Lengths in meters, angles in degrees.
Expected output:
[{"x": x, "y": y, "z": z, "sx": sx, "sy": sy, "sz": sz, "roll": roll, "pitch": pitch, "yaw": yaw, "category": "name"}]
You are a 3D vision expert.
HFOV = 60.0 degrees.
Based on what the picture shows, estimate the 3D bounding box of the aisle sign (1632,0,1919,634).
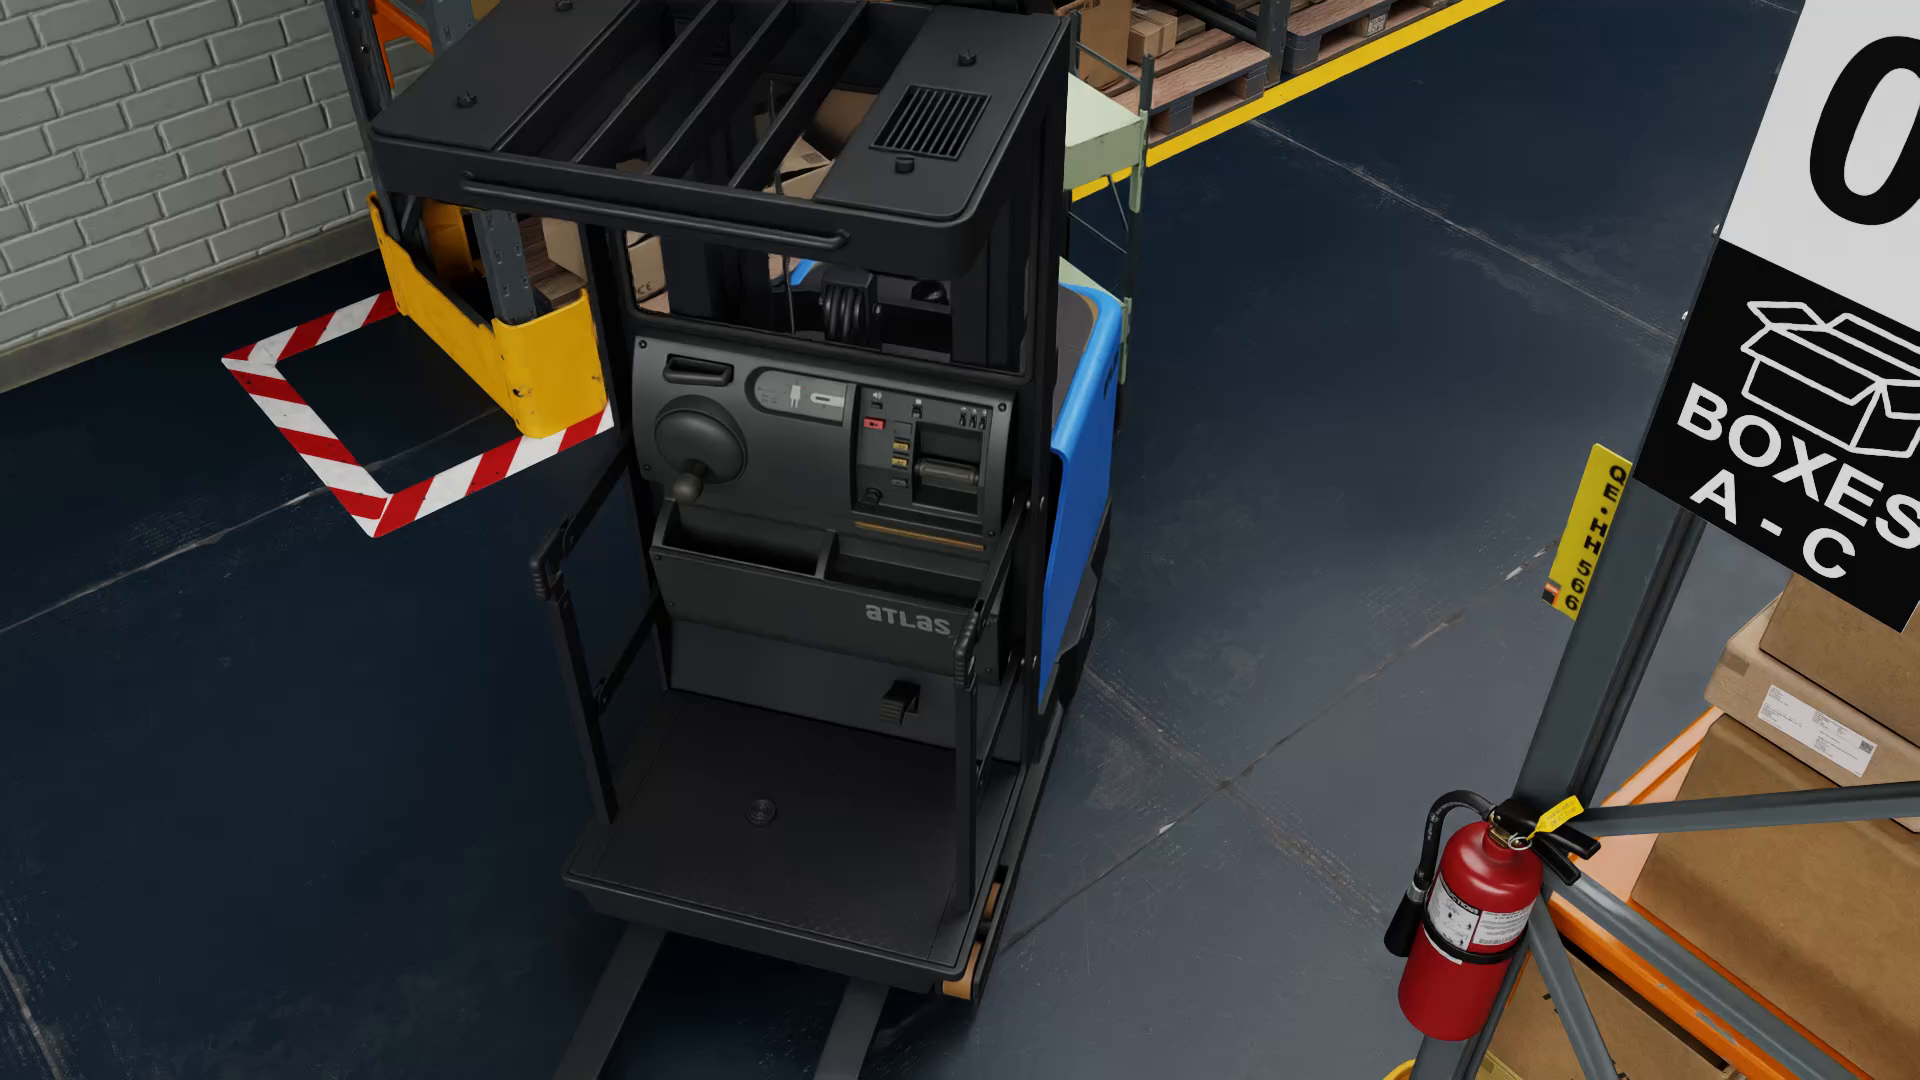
[{"x": 1.068, "y": -0.272, "z": 1.950, "sx": 0.004, "sy": 0.787, "sz": 0.394, "roll": -30, "pitch": 51, "yaw": -28, "category": "aisle sign"}]

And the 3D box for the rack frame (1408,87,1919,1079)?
[{"x": 1.307, "y": 0.801, "z": 2.706, "sx": 0.127, "sy": 3.000, "sz": 1.000, "roll": -30, "pitch": 51, "yaw": -28, "category": "rack frame"}]

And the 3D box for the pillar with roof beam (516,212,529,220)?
[{"x": 0.870, "y": -2.487, "z": 1.825, "sx": 0.400, "sy": 9.000, "sz": 9.100, "roll": -30, "pitch": 51, "yaw": -28, "category": "pillar with roof beam"}]

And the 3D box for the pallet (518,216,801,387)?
[{"x": -1.170, "y": -1.154, "z": 6.825, "sx": 1.213, "sy": 0.211, "sz": 1.003, "roll": -30, "pitch": 51, "yaw": -28, "category": "pallet"}]

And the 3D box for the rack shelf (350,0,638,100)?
[{"x": -0.340, "y": -2.415, "z": 6.656, "sx": 4.000, "sy": 0.370, "sz": 1.077, "roll": -30, "pitch": 51, "yaw": -28, "category": "rack shelf"}]

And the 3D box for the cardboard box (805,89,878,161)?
[{"x": -0.254, "y": -1.851, "z": 7.034, "sx": 0.500, "sy": 0.500, "sz": 0.700, "roll": -33, "pitch": 52, "yaw": -30, "category": "cardboard box"}]

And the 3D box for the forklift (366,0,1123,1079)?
[{"x": -0.391, "y": -0.150, "z": 3.769, "sx": 1.130, "sy": 2.935, "sz": 3.031, "roll": 11, "pitch": 44, "yaw": 11, "category": "forklift"}]

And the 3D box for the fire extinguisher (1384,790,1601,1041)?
[{"x": 0.918, "y": 0.637, "z": 2.937, "sx": 0.183, "sy": 0.674, "sz": 0.296, "roll": -30, "pitch": 51, "yaw": -28, "category": "fire extinguisher"}]

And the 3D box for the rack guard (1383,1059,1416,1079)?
[{"x": 1.289, "y": 1.722, "z": 3.551, "sx": 0.348, "sy": 0.500, "sz": 1.175, "roll": -30, "pitch": 51, "yaw": -28, "category": "rack guard"}]

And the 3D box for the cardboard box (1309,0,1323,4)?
[{"x": 1.748, "y": -3.137, "z": 8.404, "sx": 0.500, "sy": 0.500, "sz": 0.700, "roll": -28, "pitch": 50, "yaw": -27, "category": "cardboard box"}]

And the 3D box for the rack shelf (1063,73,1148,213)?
[{"x": 0.182, "y": -1.195, "z": 5.357, "sx": 0.720, "sy": 0.370, "sz": 0.431, "roll": -26, "pitch": 49, "yaw": -25, "category": "rack shelf"}]

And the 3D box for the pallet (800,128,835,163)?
[{"x": -0.235, "y": -1.687, "z": 7.392, "sx": 1.213, "sy": 0.211, "sz": 1.003, "roll": -30, "pitch": 51, "yaw": -28, "category": "pallet"}]

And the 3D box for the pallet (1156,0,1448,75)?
[{"x": 1.790, "y": -2.882, "z": 8.665, "sx": 1.213, "sy": 0.211, "sz": 1.003, "roll": -30, "pitch": 51, "yaw": -28, "category": "pallet"}]

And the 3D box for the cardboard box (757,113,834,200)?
[{"x": -0.848, "y": -1.486, "z": 6.784, "sx": 0.500, "sy": 0.311, "sz": 0.500, "roll": -26, "pitch": 49, "yaw": -25, "category": "cardboard box"}]

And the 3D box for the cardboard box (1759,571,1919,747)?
[{"x": 1.714, "y": 0.070, "z": 2.464, "sx": 0.500, "sy": 0.500, "sz": 0.700, "roll": -30, "pitch": 51, "yaw": -28, "category": "cardboard box"}]

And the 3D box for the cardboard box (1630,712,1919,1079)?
[{"x": 1.673, "y": 0.566, "z": 2.883, "sx": 0.500, "sy": 0.500, "sz": 0.700, "roll": -30, "pitch": 51, "yaw": -28, "category": "cardboard box"}]

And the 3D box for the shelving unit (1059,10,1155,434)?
[{"x": 0.182, "y": -0.911, "z": 5.624, "sx": 0.755, "sy": 1.500, "sz": 0.431, "roll": -26, "pitch": 49, "yaw": -25, "category": "shelving unit"}]

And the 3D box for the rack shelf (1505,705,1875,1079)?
[{"x": 2.841, "y": 0.184, "z": 3.888, "sx": 4.000, "sy": 0.370, "sz": 1.077, "roll": -30, "pitch": 51, "yaw": -28, "category": "rack shelf"}]

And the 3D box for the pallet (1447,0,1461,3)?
[{"x": 2.727, "y": -3.421, "z": 9.238, "sx": 1.213, "sy": 0.211, "sz": 1.003, "roll": -30, "pitch": 51, "yaw": -28, "category": "pallet"}]

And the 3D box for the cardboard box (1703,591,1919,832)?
[{"x": 1.478, "y": 0.260, "z": 2.735, "sx": 0.250, "sy": 0.149, "sz": 0.380, "roll": -31, "pitch": 51, "yaw": -28, "category": "cardboard box"}]

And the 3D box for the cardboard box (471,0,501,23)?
[{"x": -1.296, "y": -1.799, "z": 5.569, "sx": 0.500, "sy": 0.250, "sz": 0.500, "roll": -31, "pitch": 51, "yaw": -29, "category": "cardboard box"}]

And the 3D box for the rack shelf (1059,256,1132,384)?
[{"x": 0.182, "y": -0.673, "z": 5.847, "sx": 0.720, "sy": 0.370, "sz": 0.431, "roll": -26, "pitch": 49, "yaw": -25, "category": "rack shelf"}]

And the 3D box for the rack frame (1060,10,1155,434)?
[{"x": 0.481, "y": -1.056, "z": 5.779, "sx": 0.023, "sy": 1.500, "sz": 0.400, "roll": -26, "pitch": 49, "yaw": -25, "category": "rack frame"}]

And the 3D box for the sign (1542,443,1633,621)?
[{"x": 0.969, "y": 0.001, "z": 2.539, "sx": 0.005, "sy": 0.325, "sz": 0.100, "roll": -30, "pitch": 51, "yaw": -28, "category": "sign"}]

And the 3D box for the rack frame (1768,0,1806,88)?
[{"x": 1.307, "y": -1.386, "z": 0.653, "sx": 0.127, "sy": 3.000, "sz": 1.000, "roll": -30, "pitch": 51, "yaw": -28, "category": "rack frame"}]

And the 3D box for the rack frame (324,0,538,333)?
[{"x": -1.874, "y": -1.799, "z": 5.474, "sx": 0.127, "sy": 3.000, "sz": 1.000, "roll": -30, "pitch": 51, "yaw": -28, "category": "rack frame"}]

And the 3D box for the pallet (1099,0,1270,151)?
[{"x": 0.702, "y": -2.226, "z": 7.966, "sx": 1.213, "sy": 0.211, "sz": 1.003, "roll": -30, "pitch": 51, "yaw": -28, "category": "pallet"}]

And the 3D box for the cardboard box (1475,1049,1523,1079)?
[{"x": 1.529, "y": 1.259, "z": 3.920, "sx": 0.500, "sy": 0.250, "sz": 0.500, "roll": -30, "pitch": 51, "yaw": -28, "category": "cardboard box"}]

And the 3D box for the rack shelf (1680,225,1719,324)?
[{"x": 2.841, "y": -0.909, "z": 2.861, "sx": 4.000, "sy": 0.370, "sz": 1.077, "roll": -30, "pitch": 51, "yaw": -28, "category": "rack shelf"}]

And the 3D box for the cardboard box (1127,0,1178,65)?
[{"x": 0.803, "y": -2.433, "z": 7.897, "sx": 0.380, "sy": 0.166, "sz": 0.250, "roll": 32, "pitch": 52, "yaw": 30, "category": "cardboard box"}]

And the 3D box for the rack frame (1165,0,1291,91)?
[{"x": 1.194, "y": -3.556, "z": 7.345, "sx": 0.127, "sy": 3.000, "sz": 1.000, "roll": -30, "pitch": 51, "yaw": -28, "category": "rack frame"}]

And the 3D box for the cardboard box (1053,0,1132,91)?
[{"x": 0.424, "y": -2.328, "z": 7.542, "sx": 0.500, "sy": 0.500, "sz": 0.500, "roll": -34, "pitch": 53, "yaw": -31, "category": "cardboard box"}]

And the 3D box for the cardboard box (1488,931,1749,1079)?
[{"x": 1.527, "y": 0.985, "z": 3.664, "sx": 0.500, "sy": 0.500, "sz": 0.500, "roll": -30, "pitch": 51, "yaw": -28, "category": "cardboard box"}]

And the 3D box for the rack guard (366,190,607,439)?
[{"x": -1.816, "y": -0.921, "z": 6.366, "sx": 0.348, "sy": 0.500, "sz": 1.175, "roll": -30, "pitch": 51, "yaw": -28, "category": "rack guard"}]

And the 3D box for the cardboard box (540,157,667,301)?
[{"x": -1.286, "y": -1.236, "z": 6.517, "sx": 0.500, "sy": 0.311, "sz": 0.500, "roll": 33, "pitch": 52, "yaw": 30, "category": "cardboard box"}]
